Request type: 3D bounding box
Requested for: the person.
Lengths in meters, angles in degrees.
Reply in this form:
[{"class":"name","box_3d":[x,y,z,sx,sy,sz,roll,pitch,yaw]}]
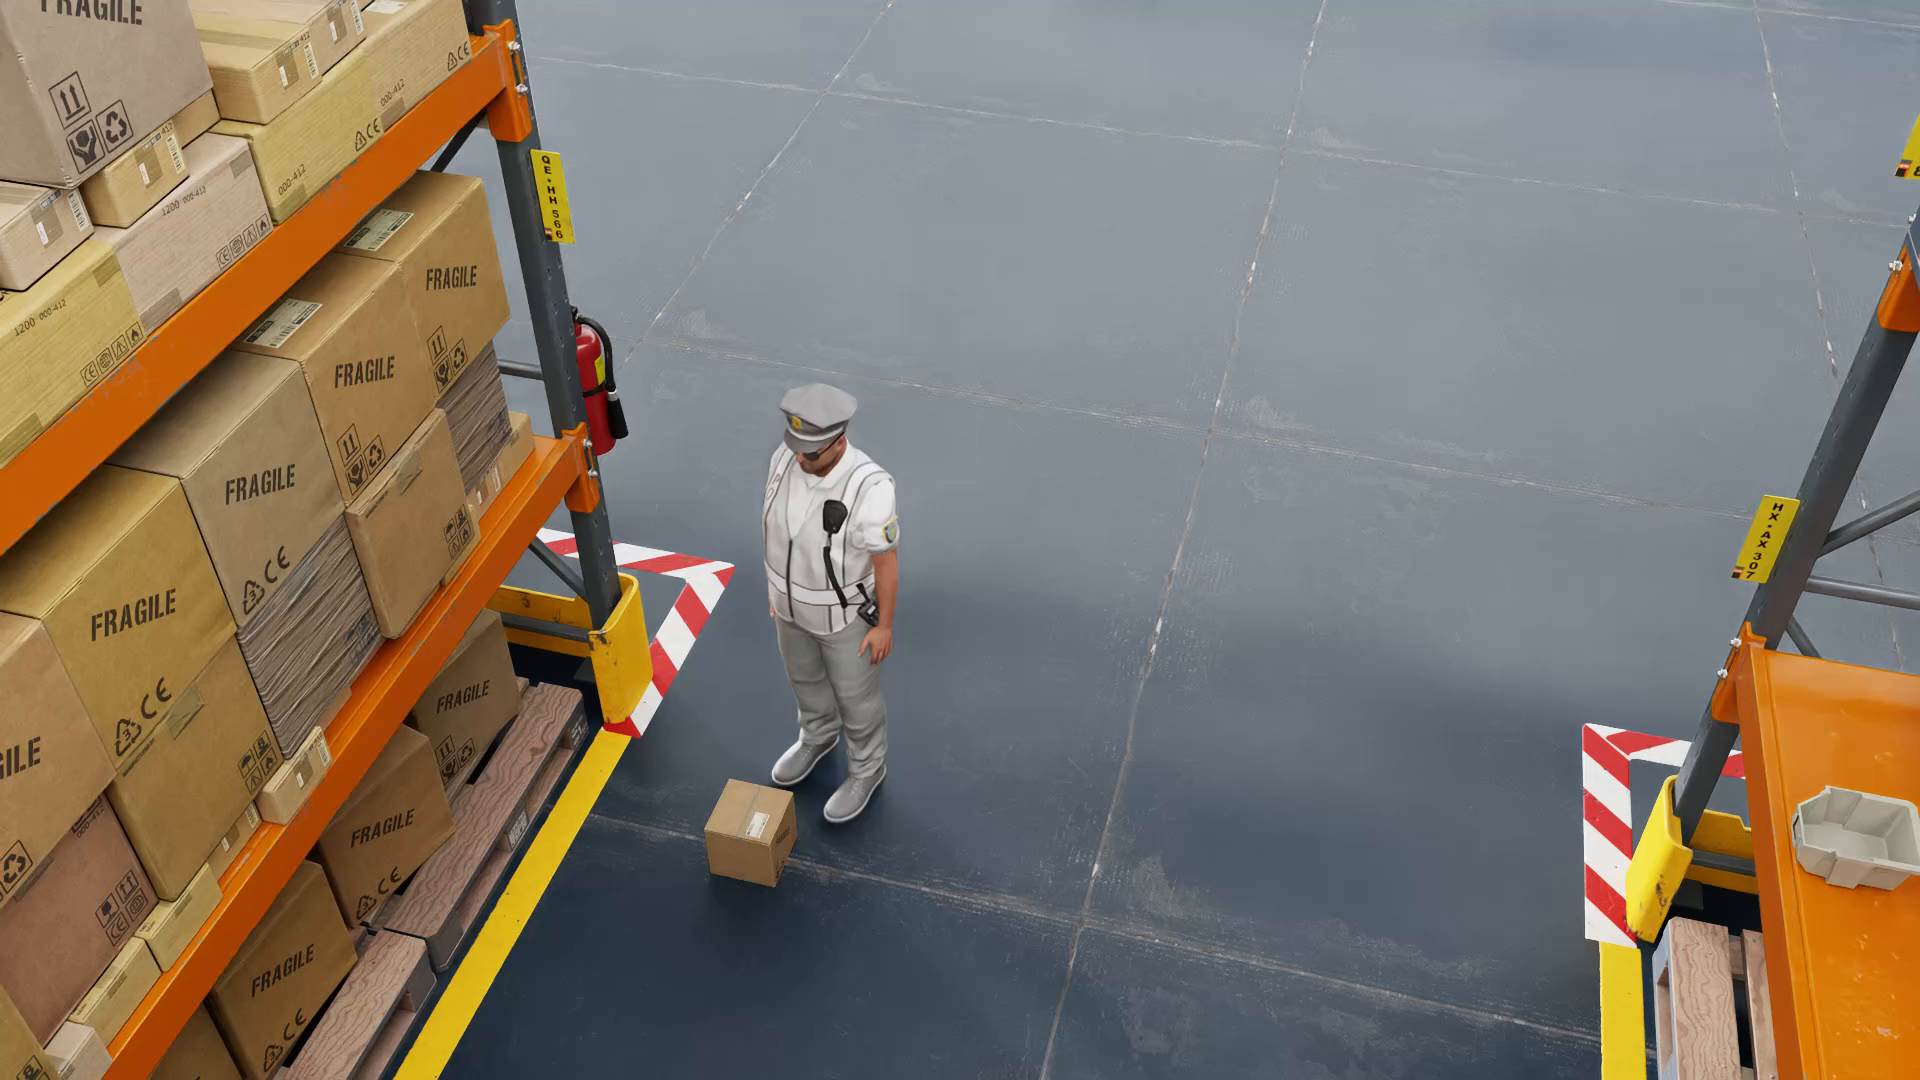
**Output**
[{"class":"person","box_3d":[-0.482,0.232,5.876,0.543,1.758,0.434,25,47,26]}]
